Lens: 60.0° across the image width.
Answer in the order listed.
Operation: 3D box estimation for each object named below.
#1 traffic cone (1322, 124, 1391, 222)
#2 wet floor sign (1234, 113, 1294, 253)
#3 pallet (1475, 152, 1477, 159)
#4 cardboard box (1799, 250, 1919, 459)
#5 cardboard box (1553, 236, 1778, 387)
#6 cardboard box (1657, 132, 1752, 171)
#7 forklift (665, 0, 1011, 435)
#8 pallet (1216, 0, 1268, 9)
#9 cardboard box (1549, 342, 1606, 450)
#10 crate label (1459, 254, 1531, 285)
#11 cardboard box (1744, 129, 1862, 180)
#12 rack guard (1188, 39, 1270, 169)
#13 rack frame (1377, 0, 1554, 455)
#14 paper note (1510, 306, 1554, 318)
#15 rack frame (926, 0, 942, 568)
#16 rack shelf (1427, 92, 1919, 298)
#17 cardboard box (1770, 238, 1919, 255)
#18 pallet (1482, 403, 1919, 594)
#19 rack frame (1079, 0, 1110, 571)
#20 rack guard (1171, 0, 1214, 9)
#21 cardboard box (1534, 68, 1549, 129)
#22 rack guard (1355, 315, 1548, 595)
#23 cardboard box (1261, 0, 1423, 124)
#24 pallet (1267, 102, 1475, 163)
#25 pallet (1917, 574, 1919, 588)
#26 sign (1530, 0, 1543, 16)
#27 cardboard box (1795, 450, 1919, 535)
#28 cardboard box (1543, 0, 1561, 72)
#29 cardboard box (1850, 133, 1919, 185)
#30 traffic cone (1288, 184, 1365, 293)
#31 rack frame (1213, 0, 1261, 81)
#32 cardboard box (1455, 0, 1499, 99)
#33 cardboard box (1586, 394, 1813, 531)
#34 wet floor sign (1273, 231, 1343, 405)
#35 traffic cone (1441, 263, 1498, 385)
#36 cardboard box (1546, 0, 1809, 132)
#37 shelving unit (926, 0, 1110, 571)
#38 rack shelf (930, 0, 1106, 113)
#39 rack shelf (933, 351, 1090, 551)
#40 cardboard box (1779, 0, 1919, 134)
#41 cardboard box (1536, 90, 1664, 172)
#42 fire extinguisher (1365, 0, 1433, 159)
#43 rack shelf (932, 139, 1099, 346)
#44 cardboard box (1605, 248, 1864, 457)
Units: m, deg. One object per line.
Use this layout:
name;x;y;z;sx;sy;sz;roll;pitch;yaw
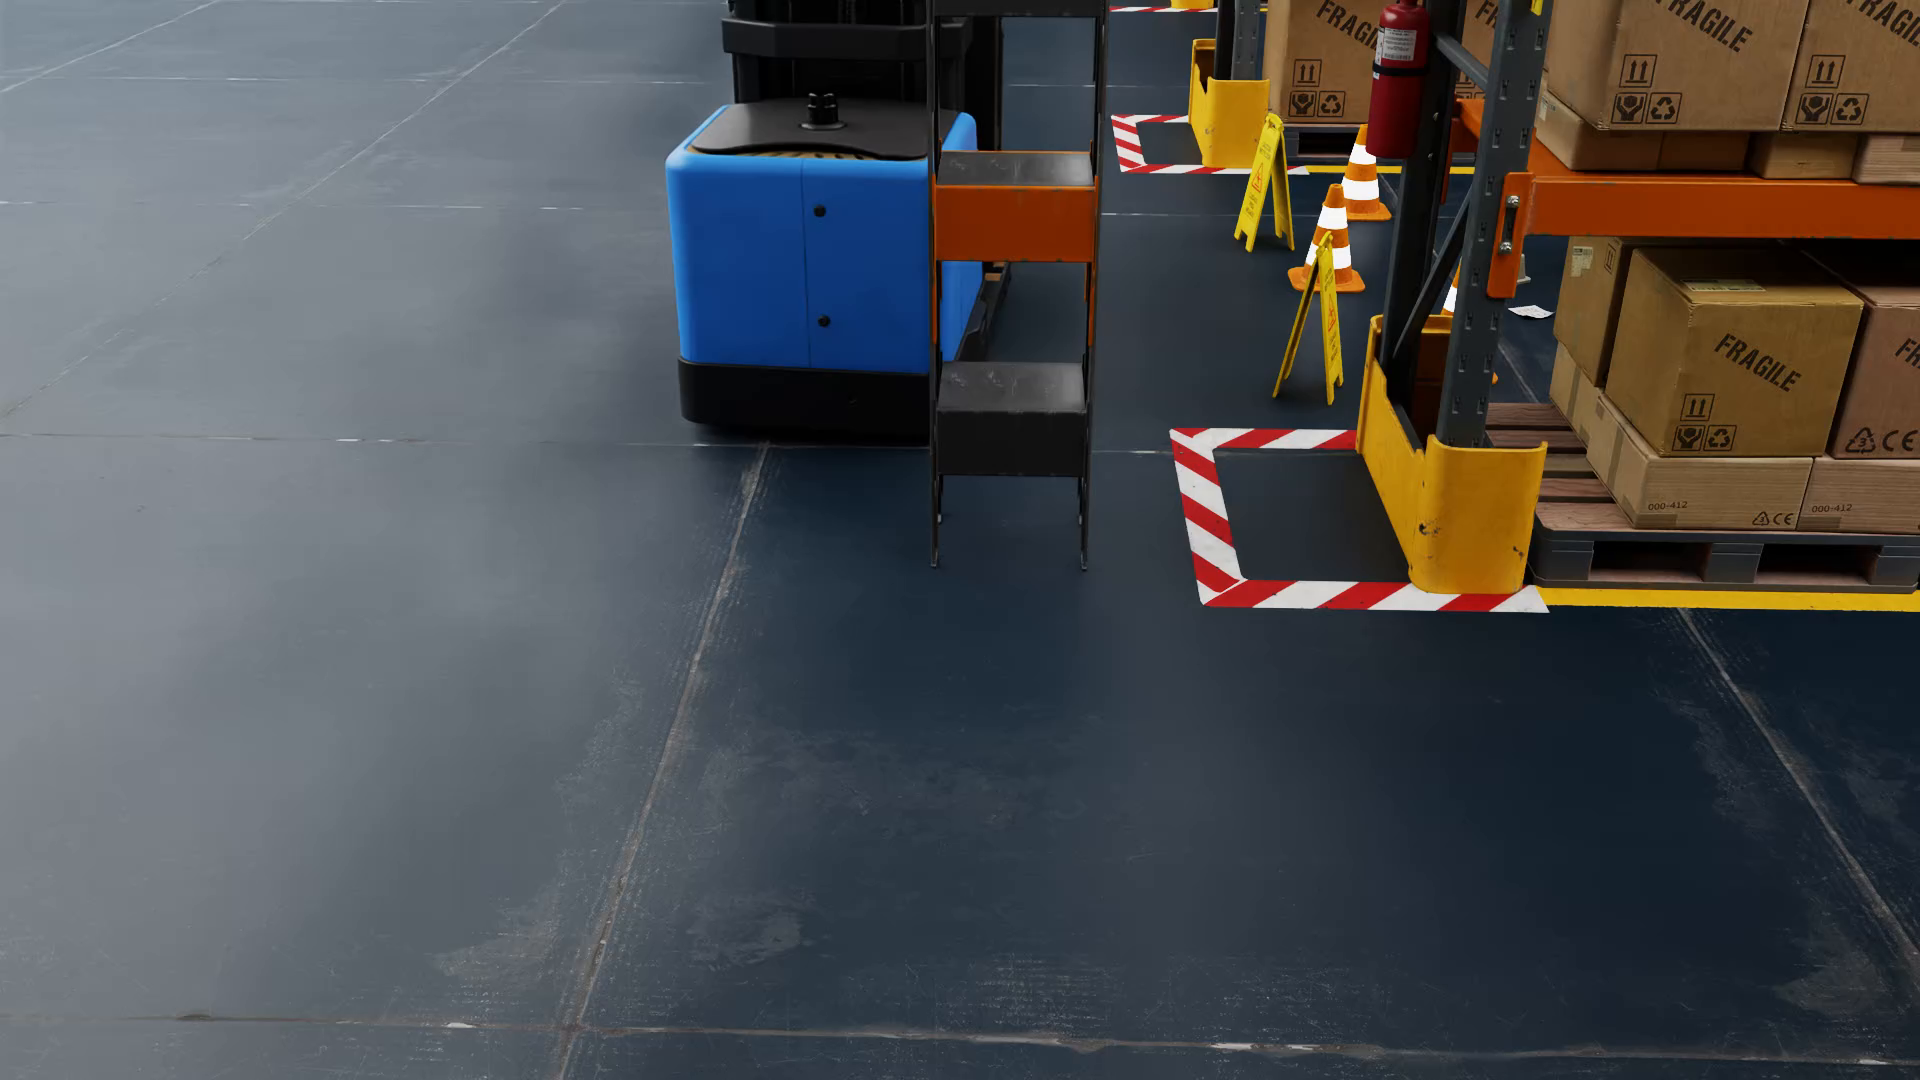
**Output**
traffic cone;2.113;-1.953;8.758;0.334;0.463;0.336;1;28;2
wet floor sign;1.533;-1.781;8.238;0.232;0.644;0.267;-4;28;-7
pallet;3.650;-2.517;10.091;1.213;0.211;1.003;1;28;2
cardboard box;2.901;-0.581;5.148;0.500;0.500;0.500;0;28;0
cardboard box;2.368;-0.840;5.636;0.500;0.500;0.500;1;28;2
cardboard box;2.143;-1.218;4.931;0.250;0.149;0.380;1;28;3
forklift;-0.356;-2.346;6.863;1.130;2.935;3.031;3;28;6
pallet;2.795;-4.804;14.405;1.213;0.211;1.003;1;28;2
cardboard box;2.400;-0.512;5.818;0.500;0.250;0.500;1;28;2
crate label;2.521;-1.302;7.877;0.298;0.136;0.250;-14;31;-24
cardboard box;2.406;-1.175;4.850;0.250;0.149;0.380;0;28;0
rack guard;1.608;-2.643;10.020;0.348;0.500;1.175;1;28;2
rack frame;1.558;-1.429;5.060;0.127;3.000;1.000;1;28;2
paper note;2.573;-1.033;7.484;0.142;0.019;0.148;-9;29;-16
rack frame;-0.078;-0.929;5.078;0.015;2.100;0.400;1;28;2
rack shelf;3.557;-1.078;5.166;4.000;0.370;1.077;1;28;2
cardboard box;2.890;-0.833;5.622;0.500;0.500;0.500;2;28;4
pallet;2.445;-0.166;5.654;1.213;0.211;1.003;1;28;2
rack frame;0.409;-0.921;5.063;0.015;2.100;0.400;1;28;2
rack guard;1.984;-4.962;14.394;0.348;0.500;1.175;1;28;2
cardboard box;1.940;-1.412;5.296;0.250;0.149;0.380;2;28;4
rack guard;1.634;-0.323;5.643;0.348;0.500;1.175;1;28;2
cardboard box;2.312;-3.014;9.871;0.875;0.875;0.875;1;28;2
pallet;2.434;-2.539;10.131;1.213;0.211;1.003;1;28;2
pallet;3.661;-0.144;5.614;1.213;0.211;1.003;1;28;2
sign;1.539;-1.557;4.378;0.005;0.325;0.100;1;28;2
cardboard box;2.865;-0.245;5.314;0.500;0.250;0.500;2;28;4
cardboard box;2.111;-1.724;5.194;0.500;0.500;0.500;0;28;1
cardboard box;2.658;-1.150;4.802;0.250;0.149;0.380;1;28;3
traffic cone;1.733;-1.430;7.771;0.334;0.463;0.336;1;28;2
rack frame;1.632;-3.747;9.434;0.127;3.000;1.000;1;28;2
cardboard box;3.192;-3.000;9.845;0.875;0.875;0.875;1;28;1
cardboard box;2.355;-0.257;5.337;0.500;0.250;0.500;1;28;1
wet floor sign;1.406;-0.893;6.562;0.232;0.644;0.267;11;30;19
traffic cone;2.034;-0.905;6.780;0.334;0.463;0.336;1;28;2
cardboard box;2.022;-1.467;4.707;0.500;0.500;0.500;1;28;1
shelving unit;0.165;-0.925;5.071;0.503;2.100;0.431;1;28;2
rack shelf;0.165;-1.531;4.749;0.480;0.518;0.431;1;28;2
rack shelf;0.165;-0.294;5.405;0.480;0.518;0.431;1;28;2
cardboard box;2.540;-1.460;4.694;0.500;0.500;0.500;2;28;3
cardboard box;1.891;-1.215;4.926;0.250;0.149;0.380;1;28;2
fire extinguisher;1.460;-1.612;5.489;0.183;0.674;0.296;1;28;2
rack shelf;0.165;-0.913;5.077;0.480;0.518;0.431;1;28;2
cardboard box;2.379;-0.588;5.161;0.500;0.500;0.500;0;28;0
